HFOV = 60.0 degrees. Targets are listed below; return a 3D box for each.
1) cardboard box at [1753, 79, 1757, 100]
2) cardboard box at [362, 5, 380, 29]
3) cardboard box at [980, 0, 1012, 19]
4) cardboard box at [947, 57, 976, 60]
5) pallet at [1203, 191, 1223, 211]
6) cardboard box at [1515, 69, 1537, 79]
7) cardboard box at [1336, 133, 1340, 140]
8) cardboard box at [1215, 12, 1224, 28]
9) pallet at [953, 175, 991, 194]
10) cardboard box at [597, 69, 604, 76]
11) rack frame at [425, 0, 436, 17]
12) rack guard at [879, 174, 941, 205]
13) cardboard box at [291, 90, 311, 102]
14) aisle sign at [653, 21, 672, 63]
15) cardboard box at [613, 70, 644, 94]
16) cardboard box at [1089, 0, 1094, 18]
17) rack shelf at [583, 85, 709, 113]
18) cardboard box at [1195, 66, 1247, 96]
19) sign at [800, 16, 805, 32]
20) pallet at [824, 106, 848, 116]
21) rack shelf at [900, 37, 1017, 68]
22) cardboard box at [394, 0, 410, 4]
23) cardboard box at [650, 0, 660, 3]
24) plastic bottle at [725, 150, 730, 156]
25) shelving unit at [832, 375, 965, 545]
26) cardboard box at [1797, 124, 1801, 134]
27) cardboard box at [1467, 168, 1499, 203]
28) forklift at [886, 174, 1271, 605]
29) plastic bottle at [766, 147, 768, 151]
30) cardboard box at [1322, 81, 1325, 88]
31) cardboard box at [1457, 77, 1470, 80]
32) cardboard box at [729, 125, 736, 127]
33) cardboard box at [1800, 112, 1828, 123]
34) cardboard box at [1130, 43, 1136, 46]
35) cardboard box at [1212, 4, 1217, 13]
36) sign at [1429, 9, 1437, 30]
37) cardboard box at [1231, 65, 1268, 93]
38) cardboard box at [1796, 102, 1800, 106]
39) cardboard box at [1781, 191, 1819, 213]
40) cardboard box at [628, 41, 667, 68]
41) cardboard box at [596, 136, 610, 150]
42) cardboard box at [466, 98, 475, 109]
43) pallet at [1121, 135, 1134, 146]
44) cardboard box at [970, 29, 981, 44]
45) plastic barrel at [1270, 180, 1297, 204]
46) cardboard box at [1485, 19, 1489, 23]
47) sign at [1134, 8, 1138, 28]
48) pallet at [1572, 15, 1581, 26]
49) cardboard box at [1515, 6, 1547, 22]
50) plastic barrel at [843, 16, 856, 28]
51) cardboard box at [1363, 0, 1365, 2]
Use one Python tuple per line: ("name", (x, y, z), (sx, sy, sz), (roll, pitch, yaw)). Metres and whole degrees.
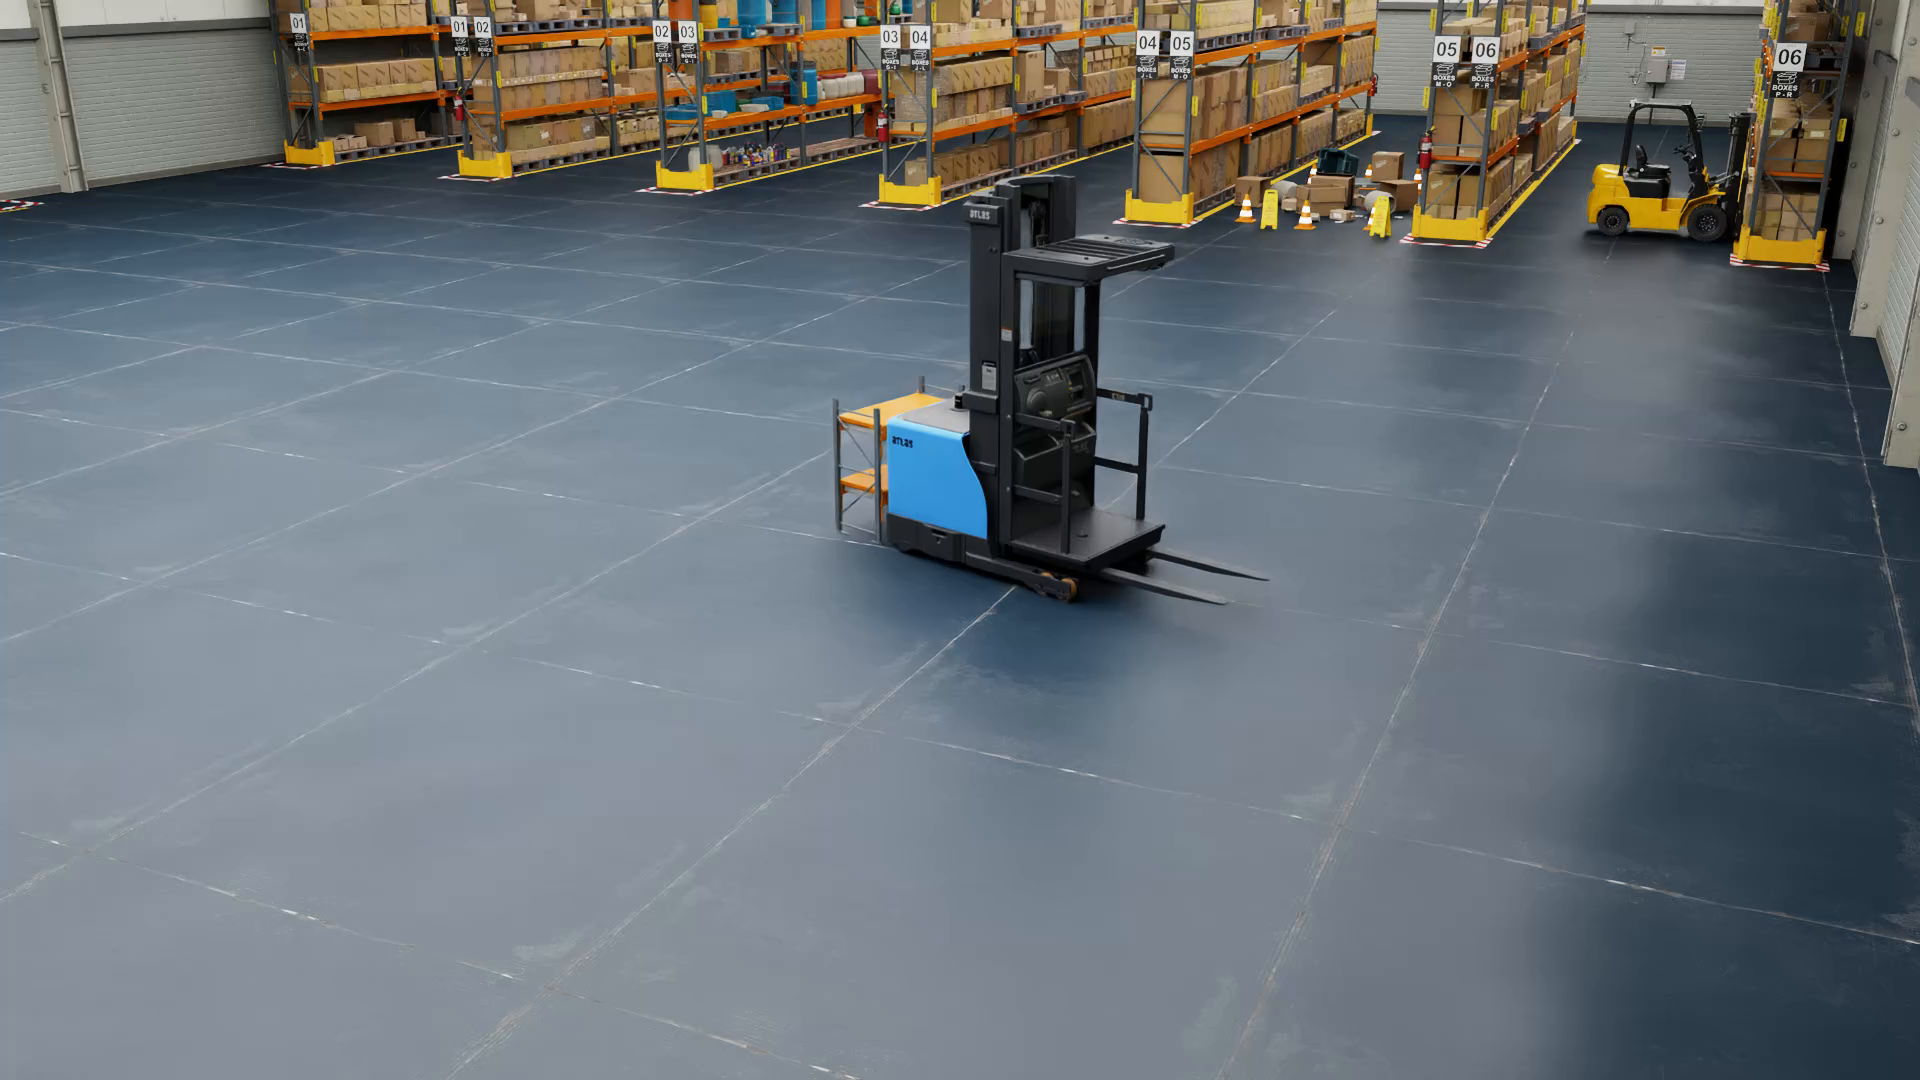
("cardboard box", (16.578, -9.126, 33.876), (0.700, 0.500, 0.500), (8, 21, 22))
("cardboard box", (-13.502, -11.829, 37.599), (0.500, 0.500, 0.500), (10, 22, 26))
("cardboard box", (0.715, -10.654, 33.133), (0.500, 0.500, 0.500), (8, 21, 21))
("cardboard box", (0.047, -9.393, 33.318), (0.500, 0.500, 0.500), (9, 21, 23))
("pallet", (4.269, -6.369, 31.062), (1.003, 0.211, 1.213), (9, 21, 23))
("cardboard box", (10.933, -9.005, 32.126), (0.380, 0.149, 0.250), (7, 21, 20))
("cardboard box", (8.868, -9.646, 39.744), (0.380, 0.149, 0.250), (8, 21, 20))
("cardboard box", (4.357, -9.206, 29.405), (0.500, 0.250, 0.500), (8, 21, 22))
("pallet", (-0.075, -7.092, 33.095), (1.003, 0.211, 1.213), (9, 21, 23))
("cardboard box", (-8.286, -10.591, 37.655), (0.380, 0.149, 0.250), (9, 21, 23))
("rack frame", (-12.891, -13.856, 39.000), (1.000, 3.000, 0.127), (9, 21, 23))
("rack guard", (-0.941, -6.613, 31.317), (1.175, 0.500, 0.348), (9, 21, 23))
("cardboard box", (-14.514, -9.915, 37.065), (0.500, 0.250, 0.500), (9, 21, 23))
("aisle sign", (-5.791, -9.691, 32.361), (0.394, 0.787, 0.004), (9, 21, 23))
("cardboard box", (-7.825, -10.791, 39.187), (0.500, 0.500, 0.500), (10, 22, 27))
("cardboard box", (2.762, -12.344, 38.448), (0.500, 0.500, 0.500), (10, 22, 26))
("rack shelf", (-7.551, -10.623, 39.936), (1.077, 0.370, 4.000), (9, 21, 23))
("cardboard box", (4.968, -8.750, 31.761), (0.875, 0.550, 0.550), (9, 21, 23))
("sign", (-3.355, -11.008, 35.457), (0.100, 0.325, 0.005), (9, 21, 23))
("pallet", (-3.813, -12.438, 48.128), (1.003, 0.211, 1.213), (9, 21, 23))
("rack shelf", (-0.153, -9.453, 32.170), (1.077, 0.370, 4.000), (9, 21, 23))
("cardboard box", (-13.064, -12.610, 38.302), (0.500, 0.500, 0.500), (10, 22, 26))
("cardboard box", (-8.870, -15.391, 47.242), (0.500, 0.250, 0.500), (8, 21, 22))
("plastic bottle", (-4.953, -8.108, 35.200), (0.152, 0.276, 0.135), (8, 21, 21))
("shelving unit", (-0.488, -0.679, 13.698), (0.538, 1.125, 1.048), (16, 25, 38))
("cardboard box", (13.128, -6.309, 25.616), (0.380, 0.149, 0.250), (8, 21, 22))
("cardboard box", (8.871, -6.040, 28.333), (0.500, 0.500, 0.500), (8, 21, 21))
("forklift", (0.875, -1.132, 12.279), (3.031, 2.935, 1.130), (15, 25, 37))
("plastic bottle", (-4.077, -8.311, 35.771), (0.152, 0.276, 0.135), (9, 21, 23))
("cardboard box", (8.131, -10.423, 38.049), (0.380, 0.149, 0.250), (7, 21, 20))
("cardboard box", (8.408, -7.576, 28.209), (0.700, 0.500, 0.500), (8, 21, 22))
("cardboard box", (-6.075, -10.864, 42.613), (0.500, 0.500, 0.500), (8, 21, 21))
("cardboard box", (13.365, -6.610, 26.016), (0.380, 0.149, 0.250), (9, 22, 24))
("cardboard box", (4.726, -12.660, 43.250), (0.500, 0.500, 0.500), (8, 21, 21))
("cardboard box", (4.251, -9.262, 28.968), (0.380, 0.149, 0.250), (9, 21, 23))
("sign", (7.571, -8.320, 26.590), (0.100, 0.325, 0.005), (9, 21, 23))
("cardboard box", (5.764, -9.261, 33.393), (0.700, 0.500, 0.500), (9, 21, 23))
("cardboard box", (14.923, -7.613, 29.282), (0.380, 0.149, 0.250), (8, 21, 22))
("cardboard box", (12.969, -5.222, 25.661), (0.500, 0.250, 0.500), (8, 21, 22))
("cardboard box", (-9.074, -14.002, 47.916), (0.980, 0.700, 0.700), (8, 21, 21))
("cardboard box", (-8.360, -9.081, 38.004), (0.500, 0.250, 0.500), (9, 21, 23))
("cardboard box", (-12.218, -10.934, 41.692), (0.500, 0.250, 0.500), (8, 21, 21))
("pallet", (3.695, -9.876, 40.923), (1.003, 0.211, 1.213), (9, 21, 23))
("cardboard box", (0.082, -9.691, 31.989), (0.500, 0.250, 0.500), (9, 22, 24))
("plastic barrel", (6.085, -6.508, 31.136), (0.421, 0.421, 0.512), (-9, 22, -24))
("cardboard box", (9.084, -9.087, 29.251), (0.380, 0.149, 0.250), (8, 21, 21))
("sign", (3.023, -8.928, 28.416), (0.100, 0.325, 0.005), (9, 21, 23))
("pallet", (13.829, -12.068, 38.581), (1.003, 0.211, 1.213), (9, 21, 23))
("cardboard box", (10.507, -9.684, 30.596), (0.500, 0.250, 0.500), (8, 21, 22))
("plastic barrel", (-2.522, -11.820, 37.958), (0.301, 0.262, 0.301), (0, 20, 0))
("cardboard box", (9.643, -13.184, 40.470), (0.380, 0.149, 0.250), (9, 21, 24))
